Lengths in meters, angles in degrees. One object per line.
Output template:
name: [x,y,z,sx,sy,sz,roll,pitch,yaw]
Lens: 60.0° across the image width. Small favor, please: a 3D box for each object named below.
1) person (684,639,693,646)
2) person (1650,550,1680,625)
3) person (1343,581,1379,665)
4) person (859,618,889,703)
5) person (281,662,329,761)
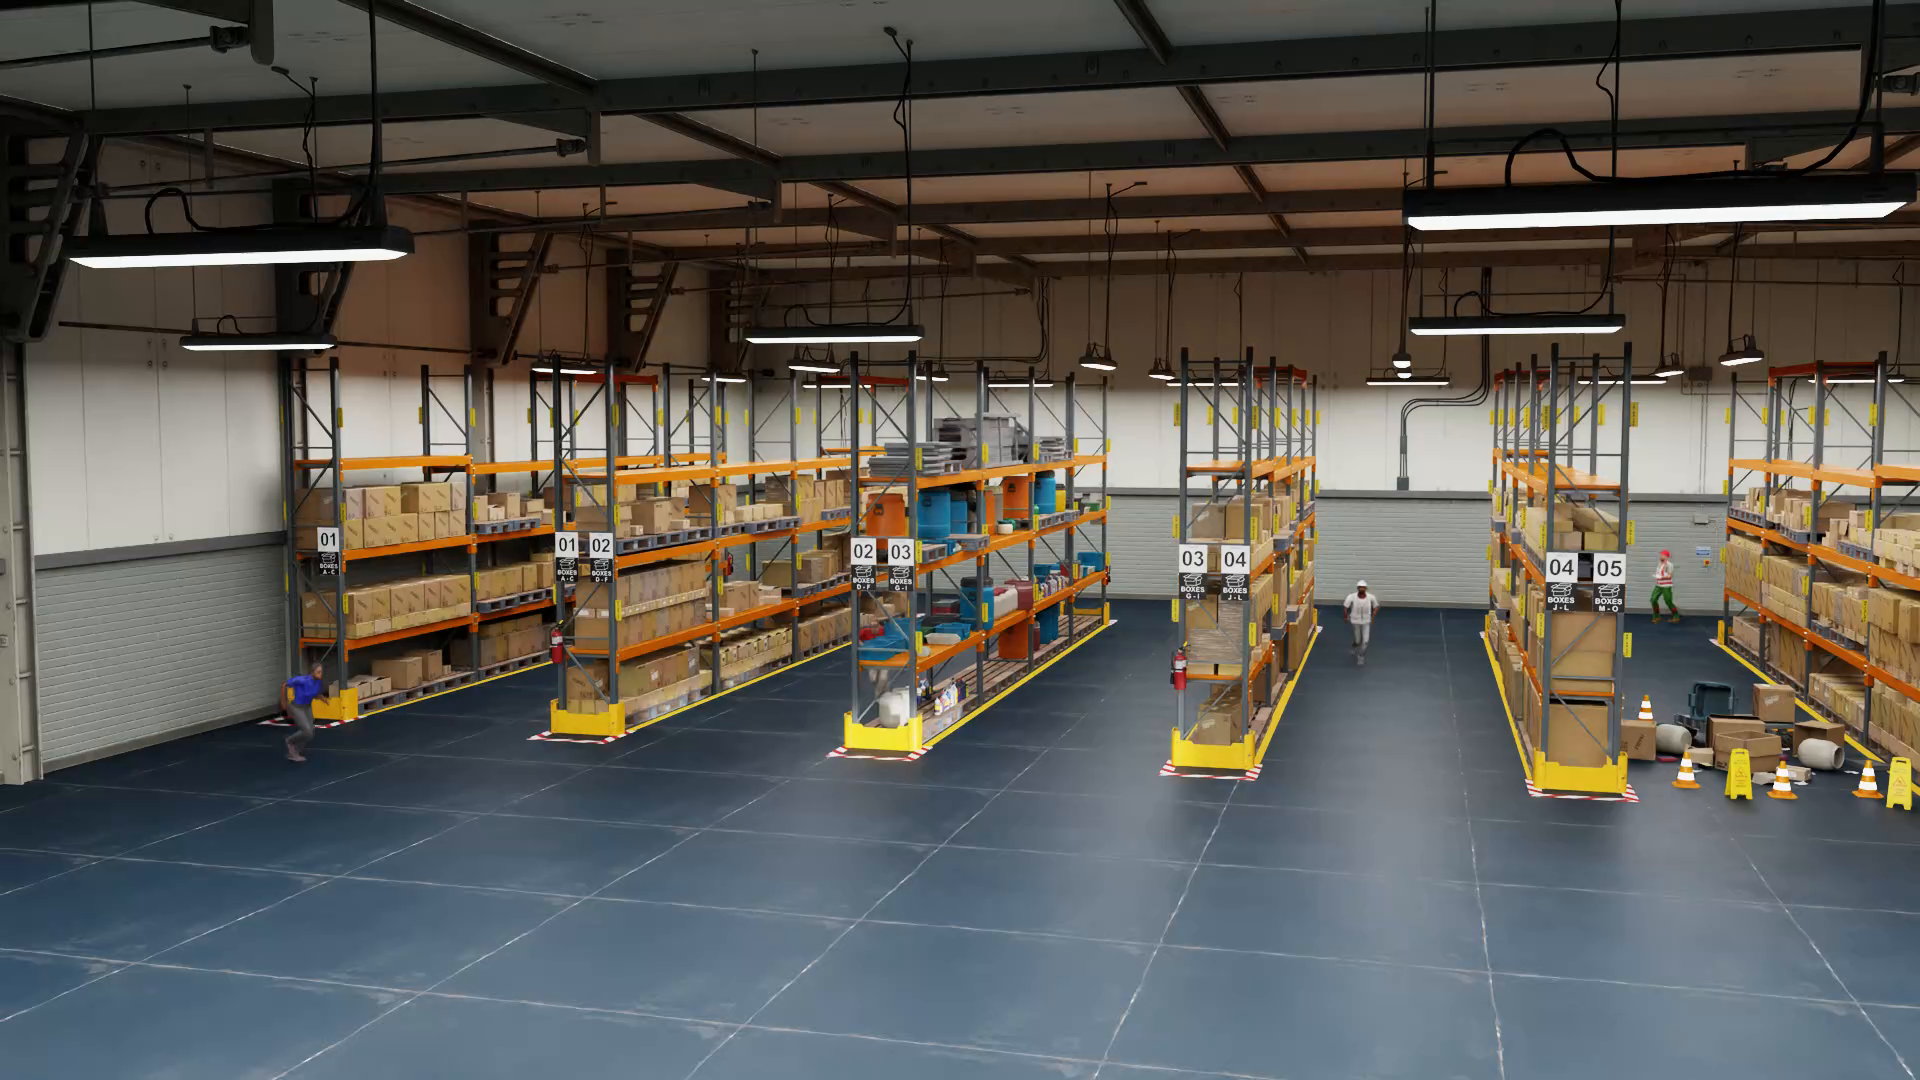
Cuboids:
person: [-5.661,1.684,34.311,0.615,1.613,0.667,0,4,-1]
person: [17.031,1.162,40.164,0.770,1.841,0.642,-1,4,-9]
person: [8.170,1.671,33.895,0.714,1.719,0.643,0,4,2]
person: [-1.490,2.104,29.231,0.683,1.539,0.889,0,4,4]
person: [-9.509,2.500,24.081,0.799,1.484,0.606,2,5,25]
